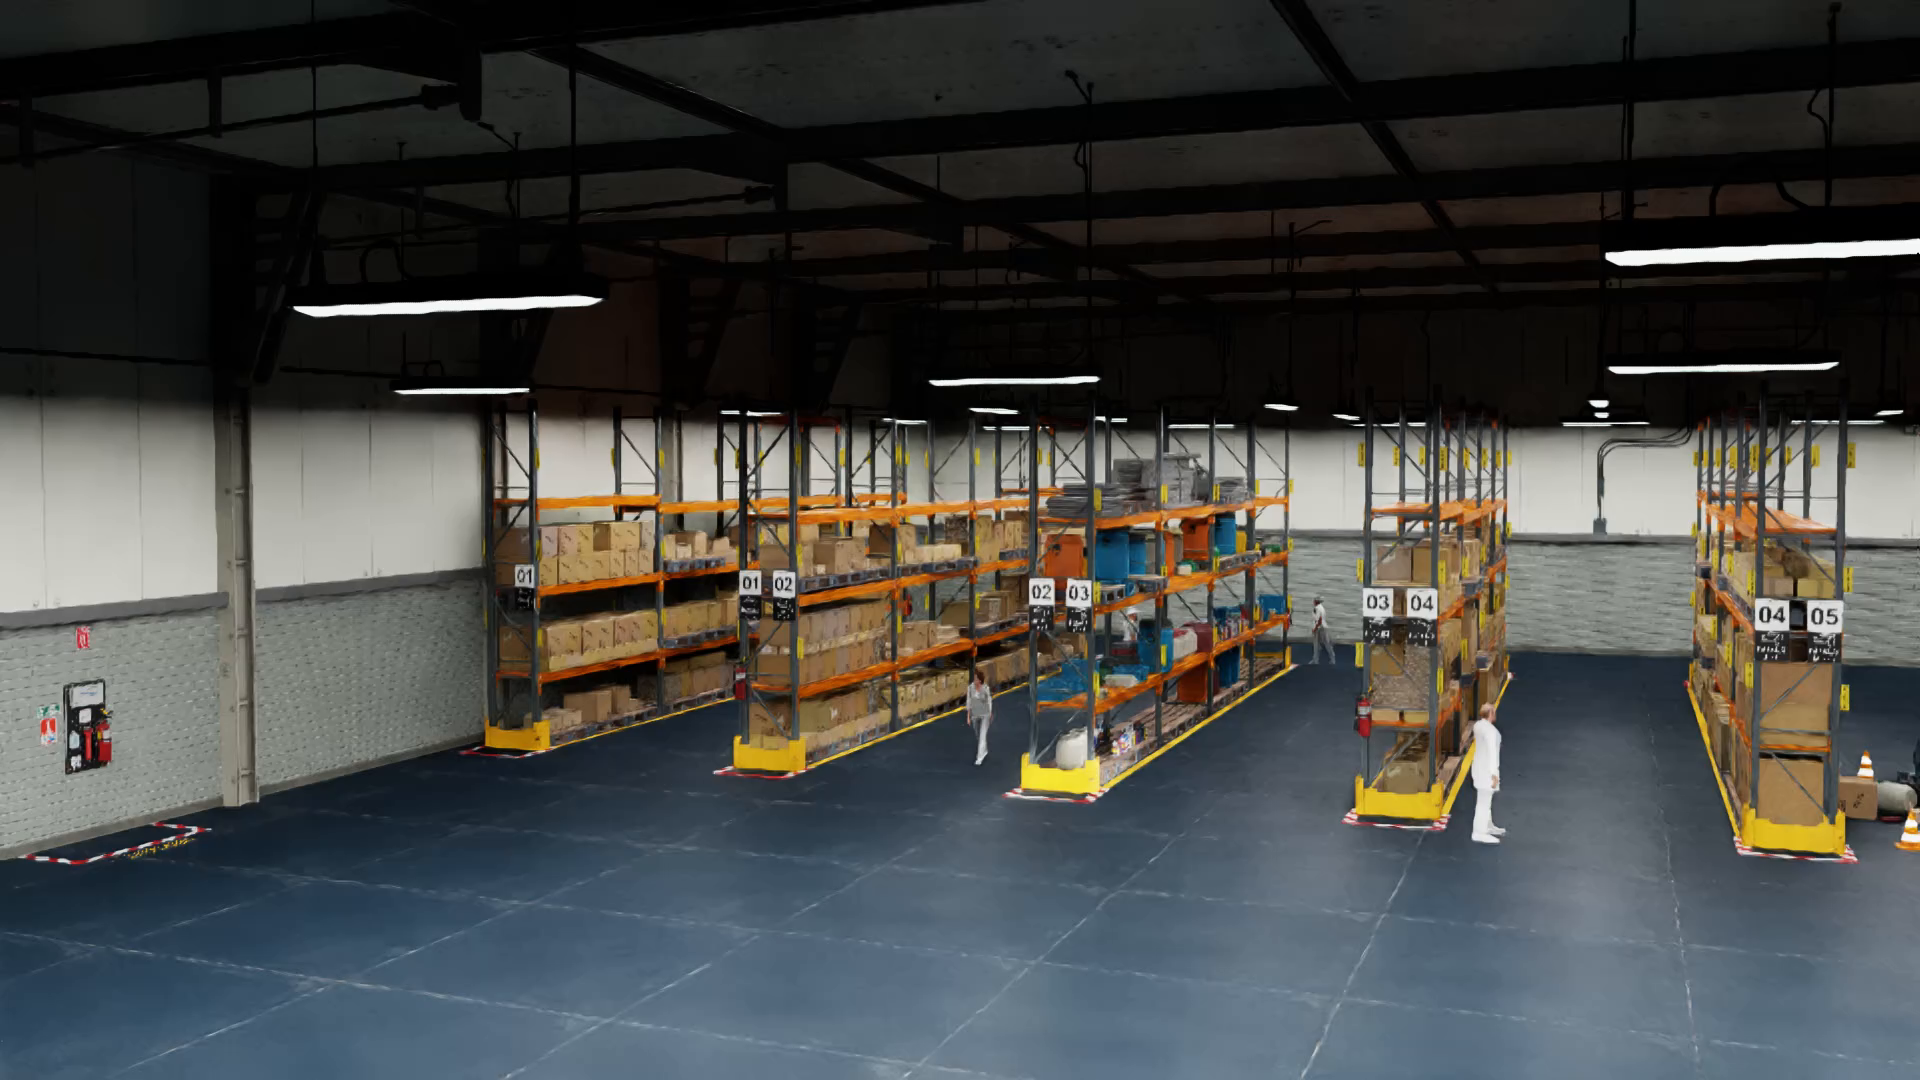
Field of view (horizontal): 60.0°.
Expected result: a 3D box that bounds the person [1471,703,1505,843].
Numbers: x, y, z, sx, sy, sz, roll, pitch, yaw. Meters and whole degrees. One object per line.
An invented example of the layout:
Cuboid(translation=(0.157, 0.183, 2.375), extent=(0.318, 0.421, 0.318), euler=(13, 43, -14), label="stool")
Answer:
Cuboid(translation=(6.928, 3.017, 21.733), extent=(0.526, 1.785, 0.646), euler=(0, 3, 0), label="person")

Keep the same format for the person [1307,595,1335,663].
Cuboid(translation=(8.839, 2.173, 40.628), extent=(0.685, 1.656, 0.489), euler=(0, 3, -6), label="person")

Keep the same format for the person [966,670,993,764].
Cuboid(translation=(0.308, 2.878, 27.308), extent=(0.419, 1.514, 1.038), euler=(1, 3, 19), label="person")

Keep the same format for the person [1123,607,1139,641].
Cuboid(translation=(3.713, 2.328, 35.664), extent=(0.466, 1.794, 0.629), euler=(0, 3, -8), label="person")
